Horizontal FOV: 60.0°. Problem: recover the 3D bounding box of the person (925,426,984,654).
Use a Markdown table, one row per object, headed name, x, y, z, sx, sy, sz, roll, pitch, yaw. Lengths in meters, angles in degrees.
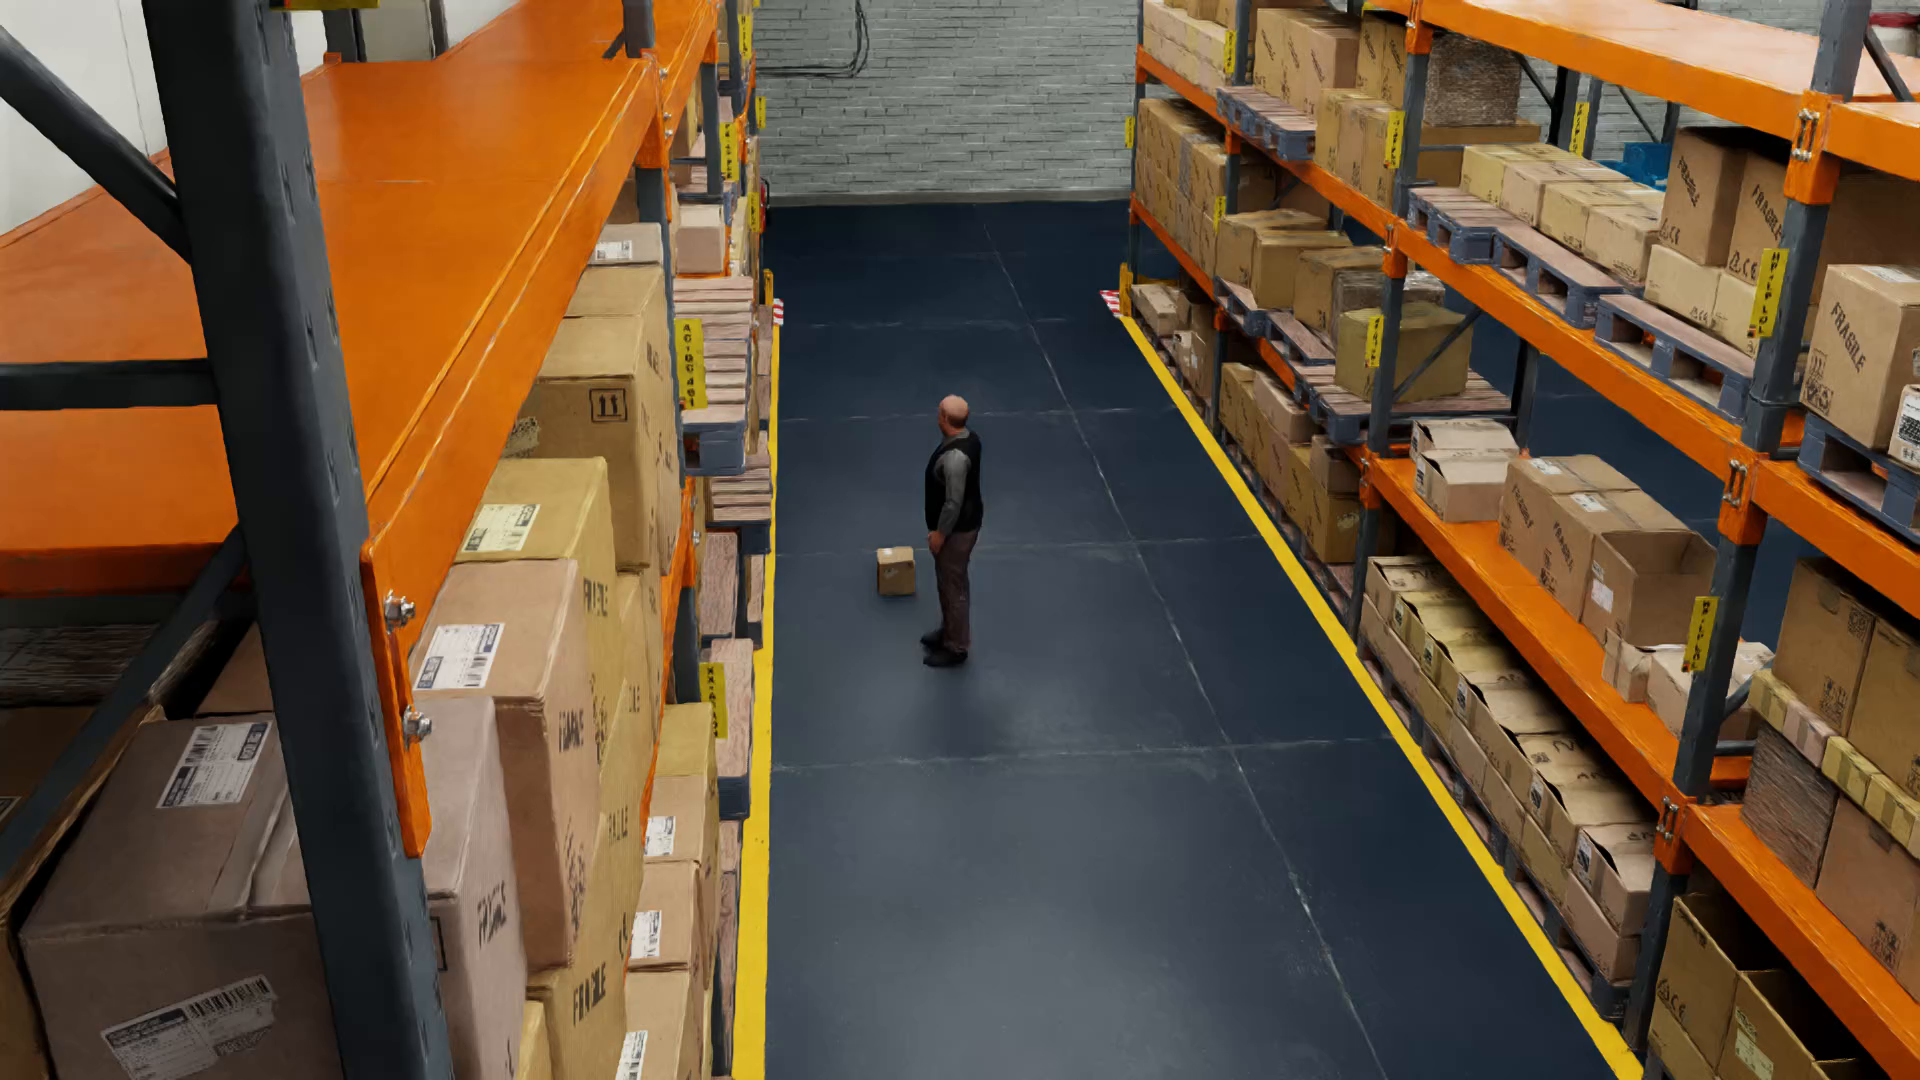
| name | x | y | z | sx | sy | sz | roll | pitch | yaw |
| --- | --- | --- | --- | --- | --- | --- | --- | --- | --- |
| person | -0.033 | -0.020 | 10.517 | 0.357 | 1.473 | 0.588 | 4 | 24 | 8 |
